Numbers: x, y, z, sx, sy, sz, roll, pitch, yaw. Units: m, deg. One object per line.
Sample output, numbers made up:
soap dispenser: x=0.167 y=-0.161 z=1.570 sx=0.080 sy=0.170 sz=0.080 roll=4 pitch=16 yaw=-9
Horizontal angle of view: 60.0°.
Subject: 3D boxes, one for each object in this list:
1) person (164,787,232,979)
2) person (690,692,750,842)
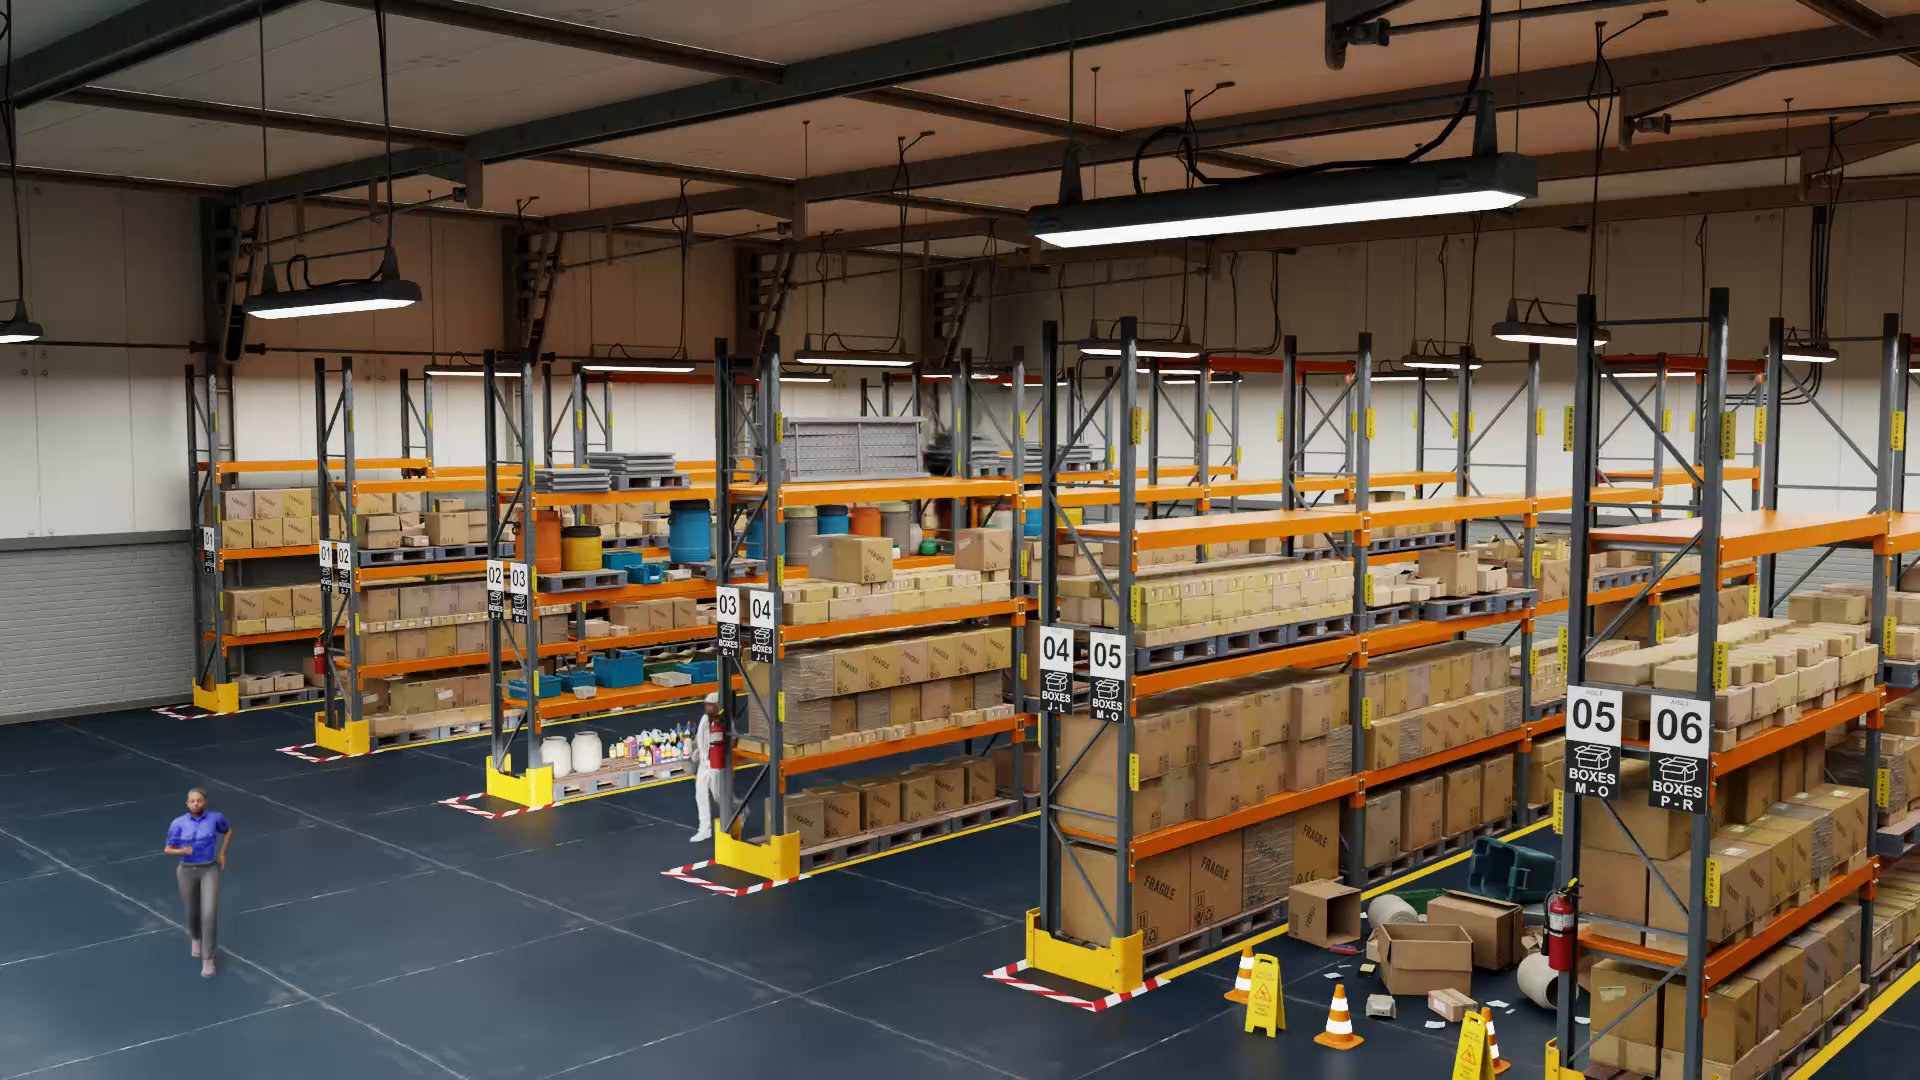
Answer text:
person: x=-7.065 y=3.135 z=15.441 sx=0.570 sy=1.671 sz=0.850 roll=-2 pitch=5 yaw=-22
person: x=-2.947 y=2.729 z=20.213 sx=0.700 sy=1.779 sz=0.822 roll=4 pitch=6 yaw=43
